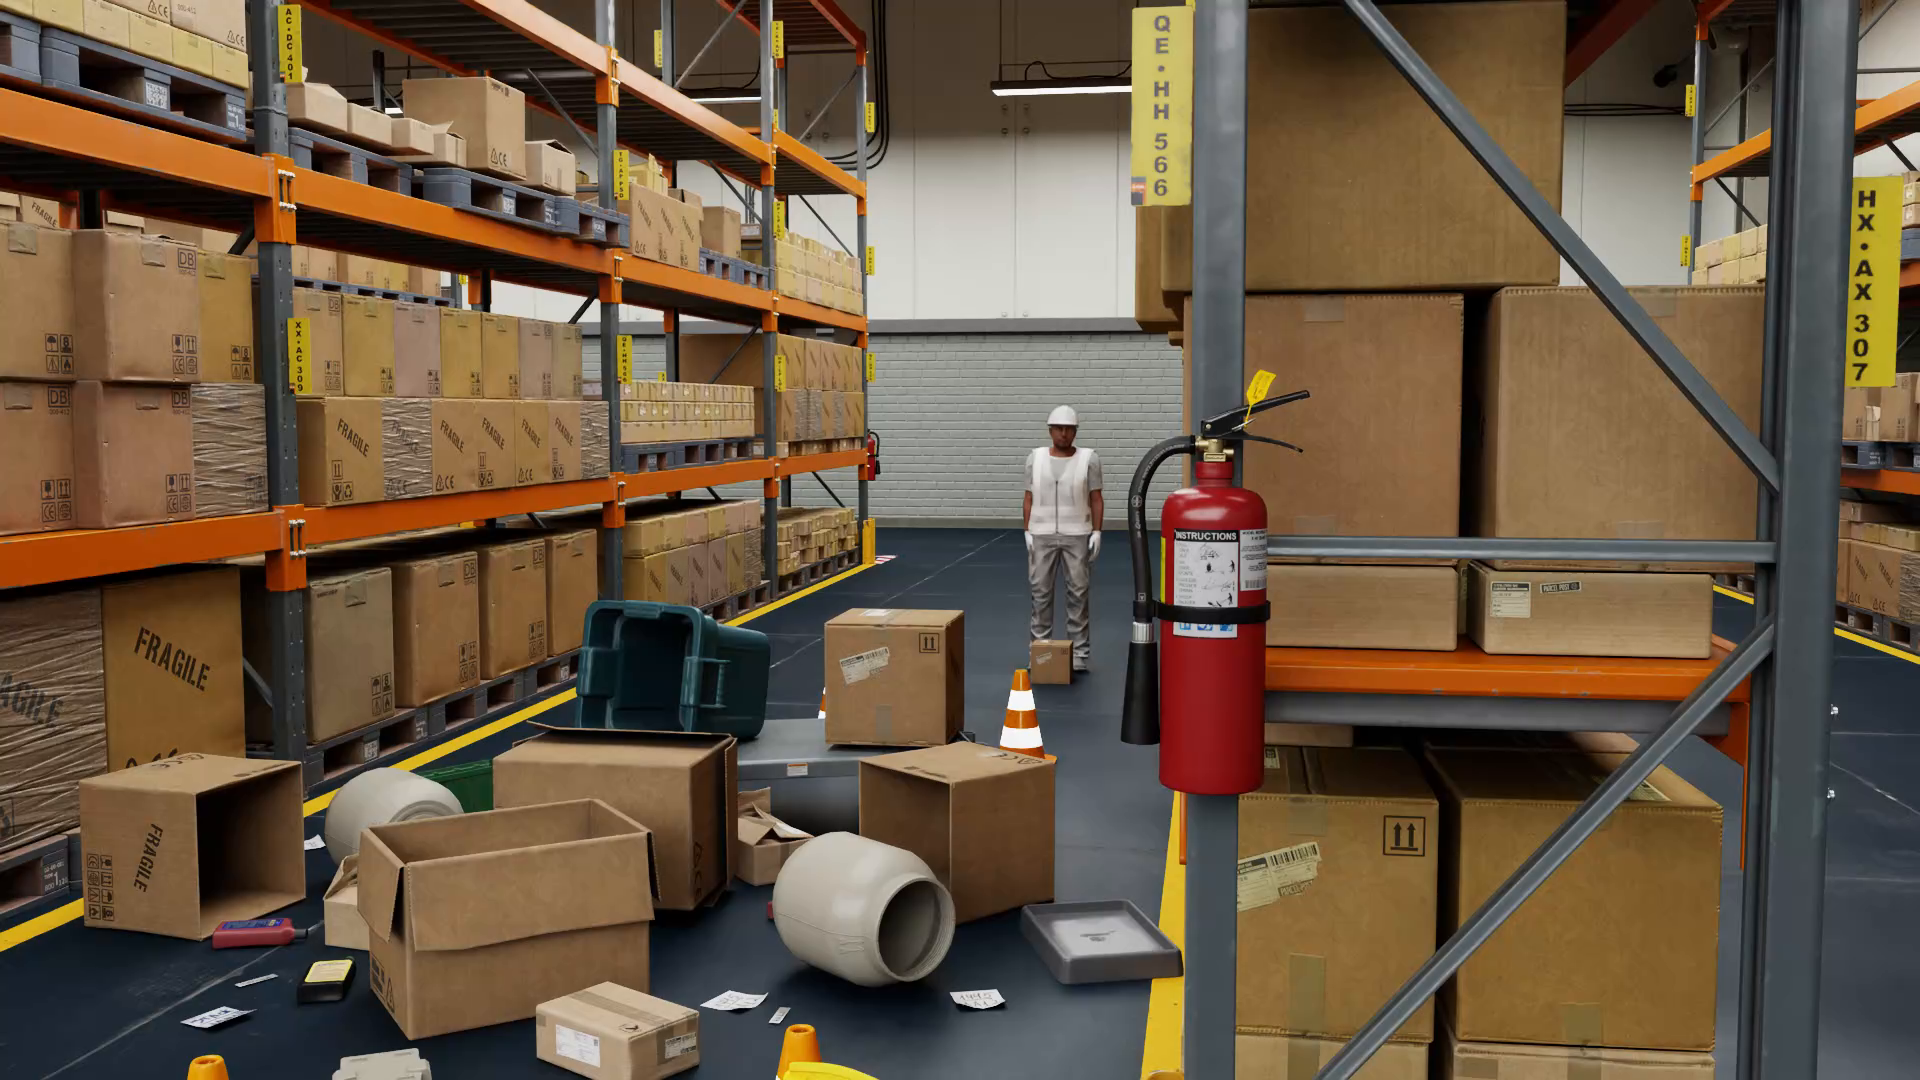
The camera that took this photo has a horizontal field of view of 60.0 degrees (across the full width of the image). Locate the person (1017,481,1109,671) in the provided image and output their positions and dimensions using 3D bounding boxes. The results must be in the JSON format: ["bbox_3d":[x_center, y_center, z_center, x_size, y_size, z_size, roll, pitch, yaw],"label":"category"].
[{"bbox_3d":[0.698,0.239,11.084,0.609,1.288,0.827,1,4,9],"label":"person"}]
